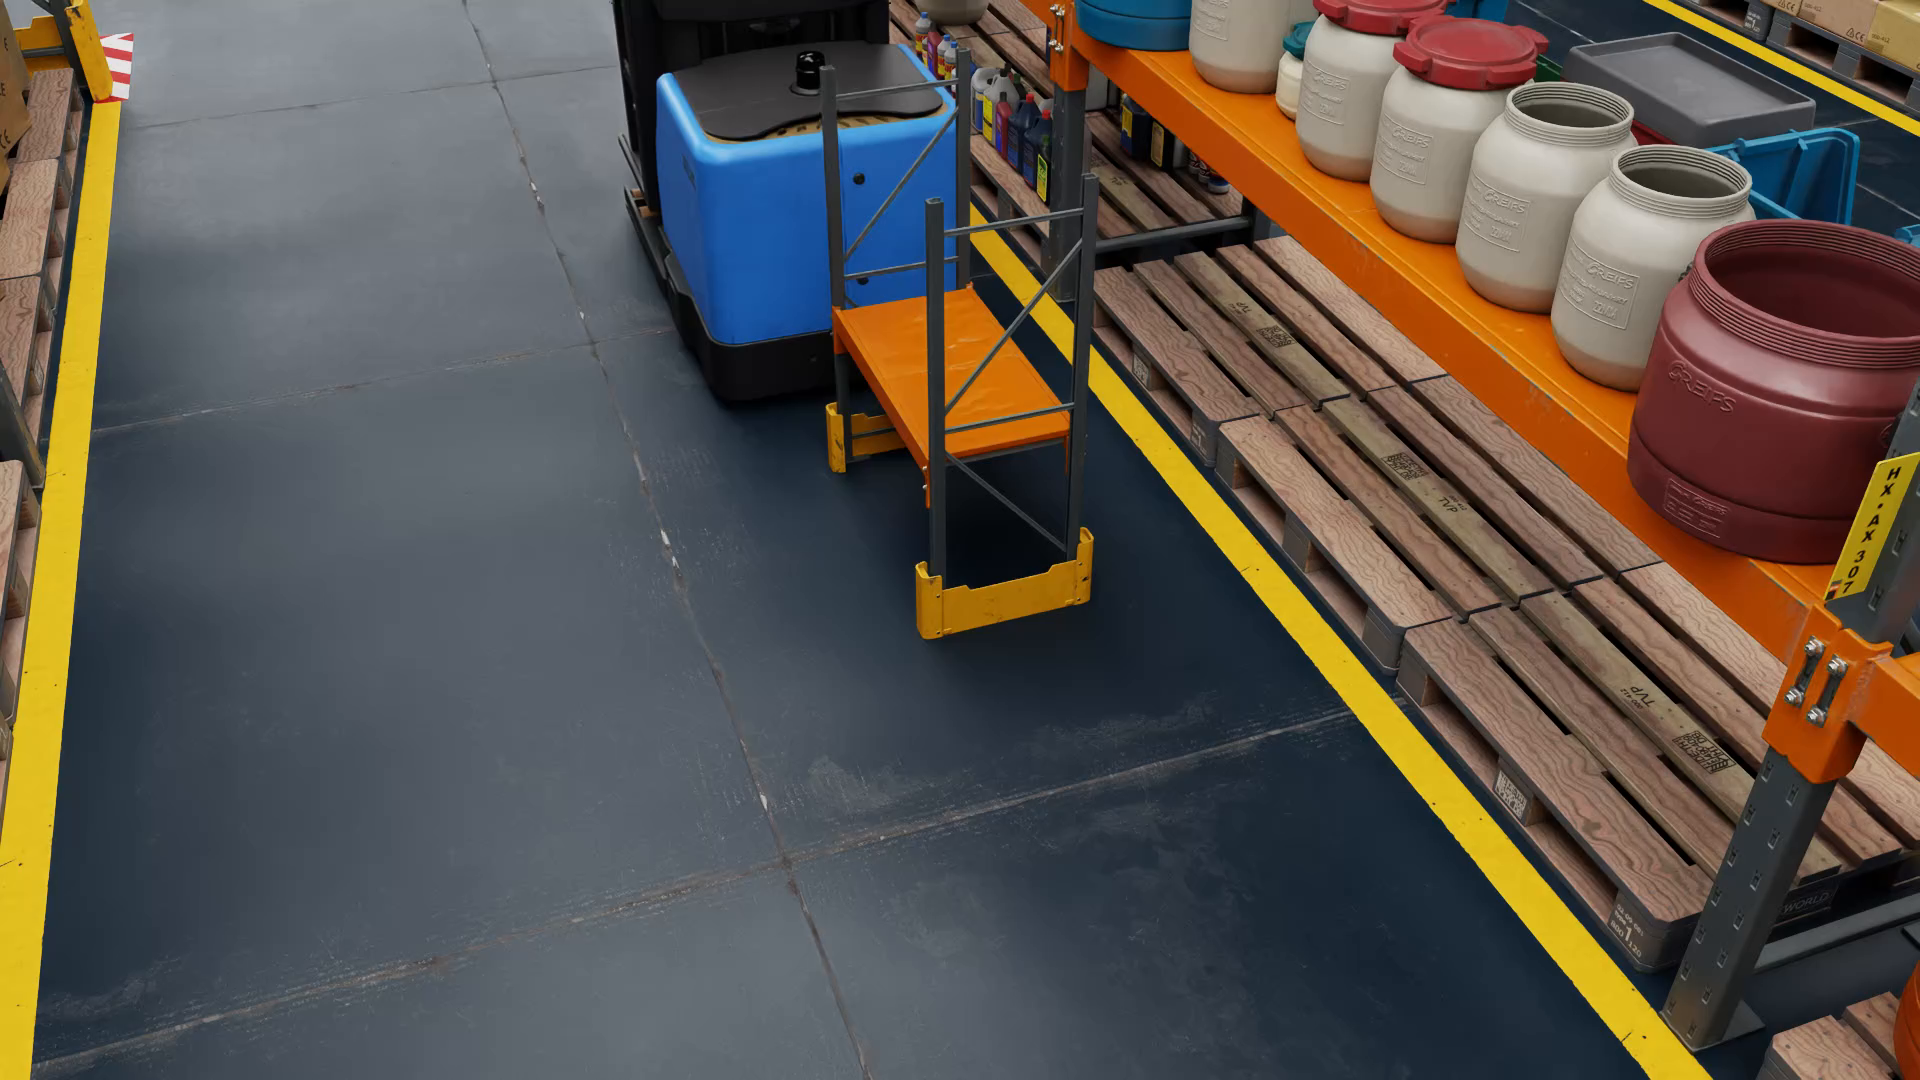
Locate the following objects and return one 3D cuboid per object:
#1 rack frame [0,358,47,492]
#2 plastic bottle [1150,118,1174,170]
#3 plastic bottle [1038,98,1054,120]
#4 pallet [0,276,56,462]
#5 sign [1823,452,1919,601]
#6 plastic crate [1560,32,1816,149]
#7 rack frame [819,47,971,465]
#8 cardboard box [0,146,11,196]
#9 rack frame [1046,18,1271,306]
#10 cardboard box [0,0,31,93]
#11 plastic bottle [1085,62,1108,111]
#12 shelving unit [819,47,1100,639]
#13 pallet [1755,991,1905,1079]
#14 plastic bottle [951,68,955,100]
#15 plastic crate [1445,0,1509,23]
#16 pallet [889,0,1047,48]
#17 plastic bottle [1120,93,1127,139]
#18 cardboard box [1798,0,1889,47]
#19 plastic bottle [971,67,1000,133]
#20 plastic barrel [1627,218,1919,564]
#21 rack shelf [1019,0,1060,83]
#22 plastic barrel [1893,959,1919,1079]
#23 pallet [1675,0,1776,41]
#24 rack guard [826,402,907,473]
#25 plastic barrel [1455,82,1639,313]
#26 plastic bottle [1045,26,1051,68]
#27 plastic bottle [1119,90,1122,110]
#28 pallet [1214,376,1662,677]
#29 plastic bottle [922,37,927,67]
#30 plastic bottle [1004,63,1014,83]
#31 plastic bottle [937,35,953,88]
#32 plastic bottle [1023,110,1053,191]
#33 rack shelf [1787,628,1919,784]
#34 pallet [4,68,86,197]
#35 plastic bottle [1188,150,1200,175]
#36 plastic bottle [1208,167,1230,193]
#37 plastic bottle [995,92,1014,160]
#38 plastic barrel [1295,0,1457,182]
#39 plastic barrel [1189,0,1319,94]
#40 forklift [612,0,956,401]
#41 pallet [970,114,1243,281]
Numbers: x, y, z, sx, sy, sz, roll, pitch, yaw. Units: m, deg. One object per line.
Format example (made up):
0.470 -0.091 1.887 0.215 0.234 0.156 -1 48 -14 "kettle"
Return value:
-3.787 -1.308 4.994 1.000 3.000 0.127 -12 39 -16 "rack frame"
0.928 -1.850 7.605 0.061 0.283 0.133 -12 39 -16 "plastic bottle"
0.435 -1.879 7.649 0.152 0.276 0.135 -12 39 -16 "plastic bottle"
-4.052 -0.566 6.327 1.003 0.211 1.213 -12 39 -16 "pallet"
1.725 -0.021 3.150 0.100 0.325 0.005 -12 39 -16 "sign"
1.971 -1.076 4.632 0.402 0.464 0.583 -12 39 -16 "plastic crate"
-0.204 -0.934 5.744 0.500 1.500 0.032 -12 39 -16 "rack frame"
-4.529 -1.693 7.233 0.500 0.500 0.500 -9 38 -12 "cardboard box"
0.863 -2.334 6.355 1.000 3.000 0.127 -12 39 -16 "rack frame"
-4.965 -2.381 8.146 0.500 0.500 0.500 -6 37 -7 "cardboard box"
0.633 -2.265 8.162 0.152 0.276 0.135 -12 39 -16 "plastic bottle"
-0.026 -0.642 5.356 0.587 1.500 1.083 -12 39 -16 "shelving unit"
2.550 1.477 3.614 1.003 0.211 1.213 -12 39 -16 "pallet"
0.004 -2.256 8.213 0.097 0.201 0.097 0 37 0 "plastic bottle"
1.535 -1.769 5.618 0.392 0.384 0.575 -12 39 -16 "plastic crate"
-0.169 -2.986 9.539 1.003 0.211 1.213 -12 39 -16 "pallet"
0.812 -2.018 7.839 0.097 0.271 0.097 0 37 0 "plastic bottle"
4.988 -2.928 9.080 0.500 0.250 0.500 -12 39 -16 "cardboard box"
0.141 -2.109 7.955 0.152 0.276 0.135 -12 39 -15 "plastic bottle"
1.795 -0.328 3.579 0.600 0.536 0.708 -12 39 -16 "plastic barrel"
0.175 -3.176 8.071 1.077 0.370 4.000 -12 39 -16 "rack shelf"
2.424 0.898 3.520 0.600 0.830 0.708 -12 39 -16 "plastic barrel"
4.857 -3.392 10.077 1.003 0.211 1.213 -12 39 -16 "pallet"
-0.198 -0.424 6.105 0.587 0.250 0.087 -12 39 -16 "rack guard"
1.540 -0.894 4.350 0.421 0.512 0.421 0 37 0 "plastic barrel"
0.491 -2.567 8.557 0.061 0.283 0.133 -12 39 -16 "plastic bottle"
0.834 -2.205 8.144 0.097 0.201 0.097 0 37 0 "plastic bottle"
1.593 -0.094 5.699 1.003 0.211 1.213 -12 39 -16 "pallet"
-0.147 -2.504 8.541 0.097 0.201 0.097 0 37 0 "plastic bottle"
0.241 -2.134 7.983 0.061 0.283 0.133 -12 39 -16 "plastic bottle"
-0.064 -2.397 8.341 0.097 0.271 0.097 0 37 0 "plastic bottle"
0.371 -1.755 7.423 0.144 0.351 0.185 -13 39 -17 "plastic bottle"
2.928 1.343 2.072 1.077 0.370 4.000 -12 39 -16 "rack shelf"
-4.891 -1.945 8.157 1.003 0.211 1.213 -12 39 -16 "pallet"
1.095 -1.777 7.577 0.097 0.201 0.097 0 37 0 "plastic bottle"
1.165 -1.690 7.403 0.097 0.271 0.097 0 37 0 "plastic bottle"
0.210 -1.920 7.698 0.061 0.283 0.133 -10 38 -13 "plastic bottle"
1.239 -1.388 4.986 0.433 0.535 0.433 0 37 0 "plastic barrel"
0.986 -1.802 5.536 0.433 0.535 0.433 0 37 0 "plastic barrel"
-0.907 -2.589 6.752 1.130 2.935 3.031 -12 39 -15 "forklift"
0.671 -1.608 7.709 1.003 0.211 1.213 -12 39 -16 "pallet"
